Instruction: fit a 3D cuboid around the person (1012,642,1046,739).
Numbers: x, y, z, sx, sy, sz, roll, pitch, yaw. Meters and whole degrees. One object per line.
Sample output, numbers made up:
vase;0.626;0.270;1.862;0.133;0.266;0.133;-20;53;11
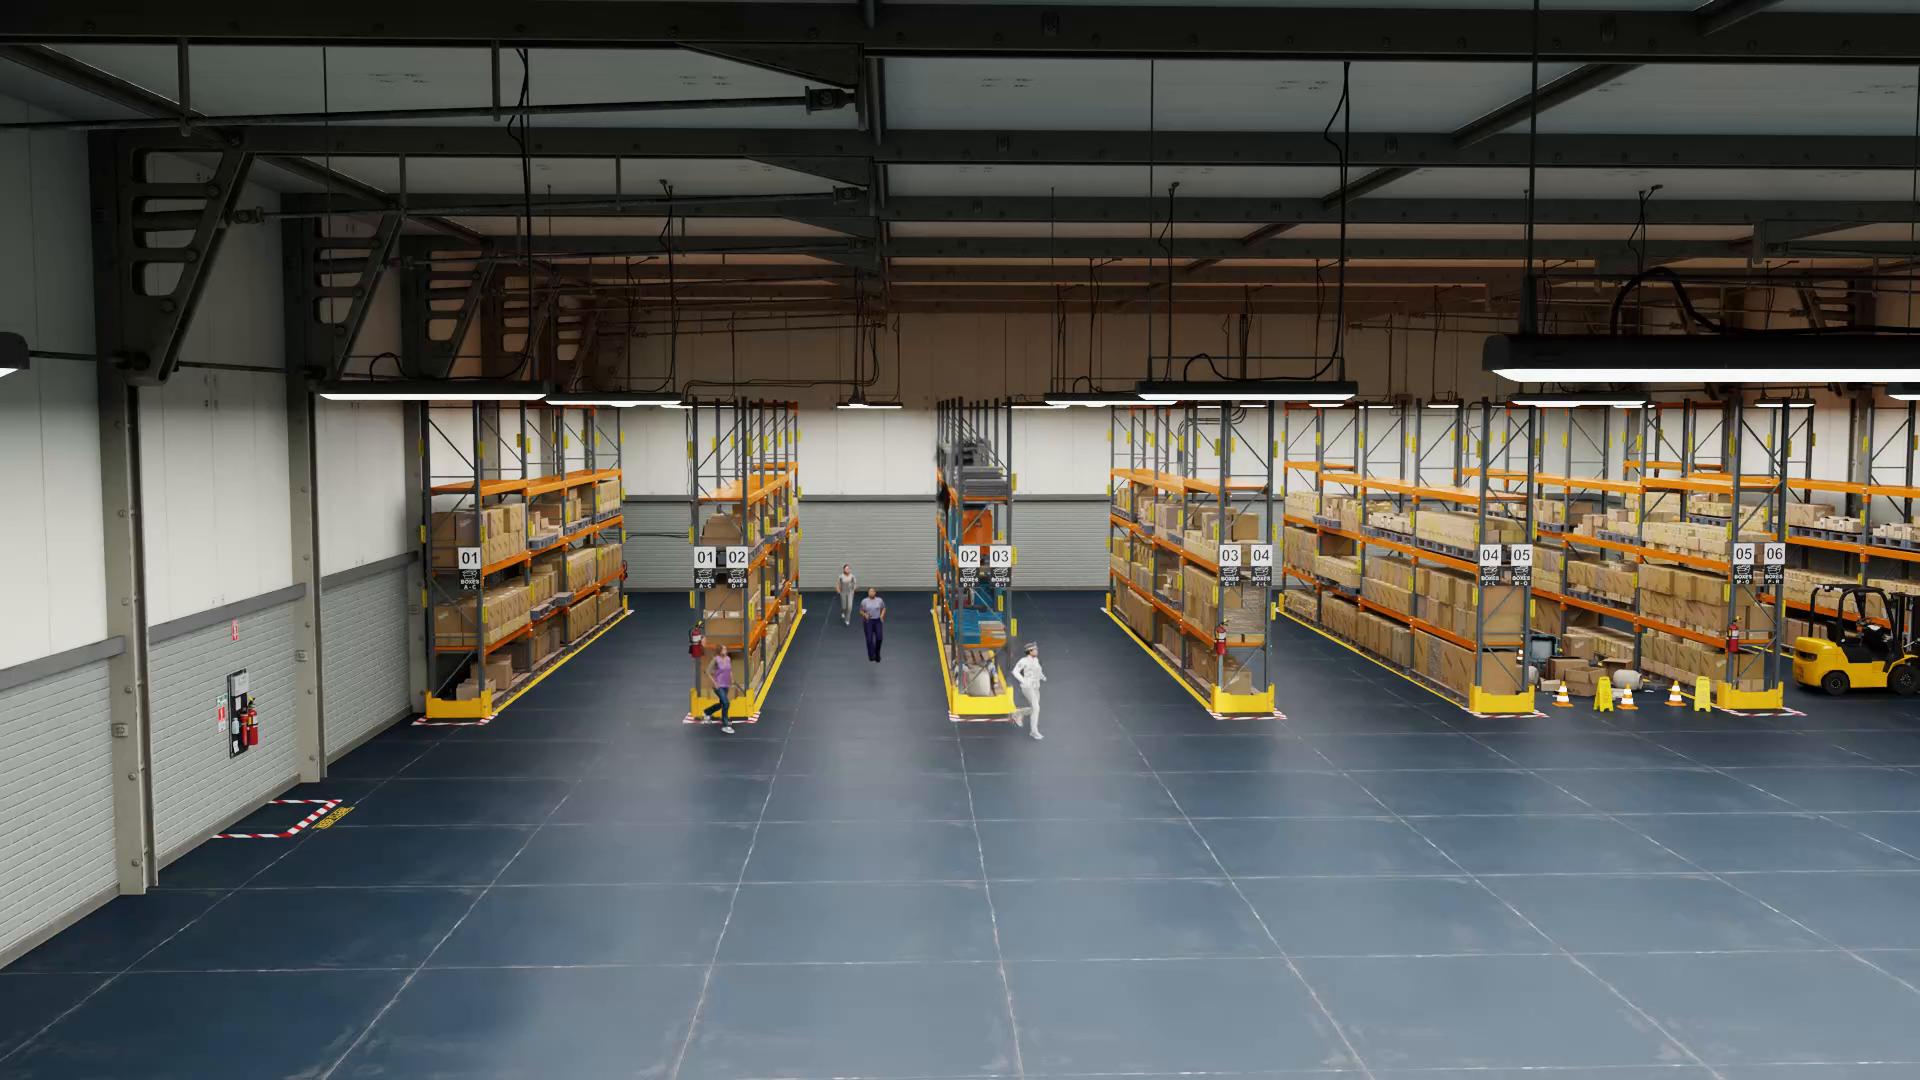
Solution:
person;1.243;2.636;29.506;0.846;1.677;0.641;3;5;36

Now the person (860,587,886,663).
person;-1.885;1.852;36.151;0.579;1.669;0.575;-1;4;-9

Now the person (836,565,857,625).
person;-3.058;1.460;44.856;0.552;1.618;0.599;-1;4;-9

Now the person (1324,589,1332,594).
person;10.665;1.136;48.861;0.574;1.676;0.692;3;6;38

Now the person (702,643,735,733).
person;-4.308;2.626;29.739;0.781;1.583;0.537;3;5;36
